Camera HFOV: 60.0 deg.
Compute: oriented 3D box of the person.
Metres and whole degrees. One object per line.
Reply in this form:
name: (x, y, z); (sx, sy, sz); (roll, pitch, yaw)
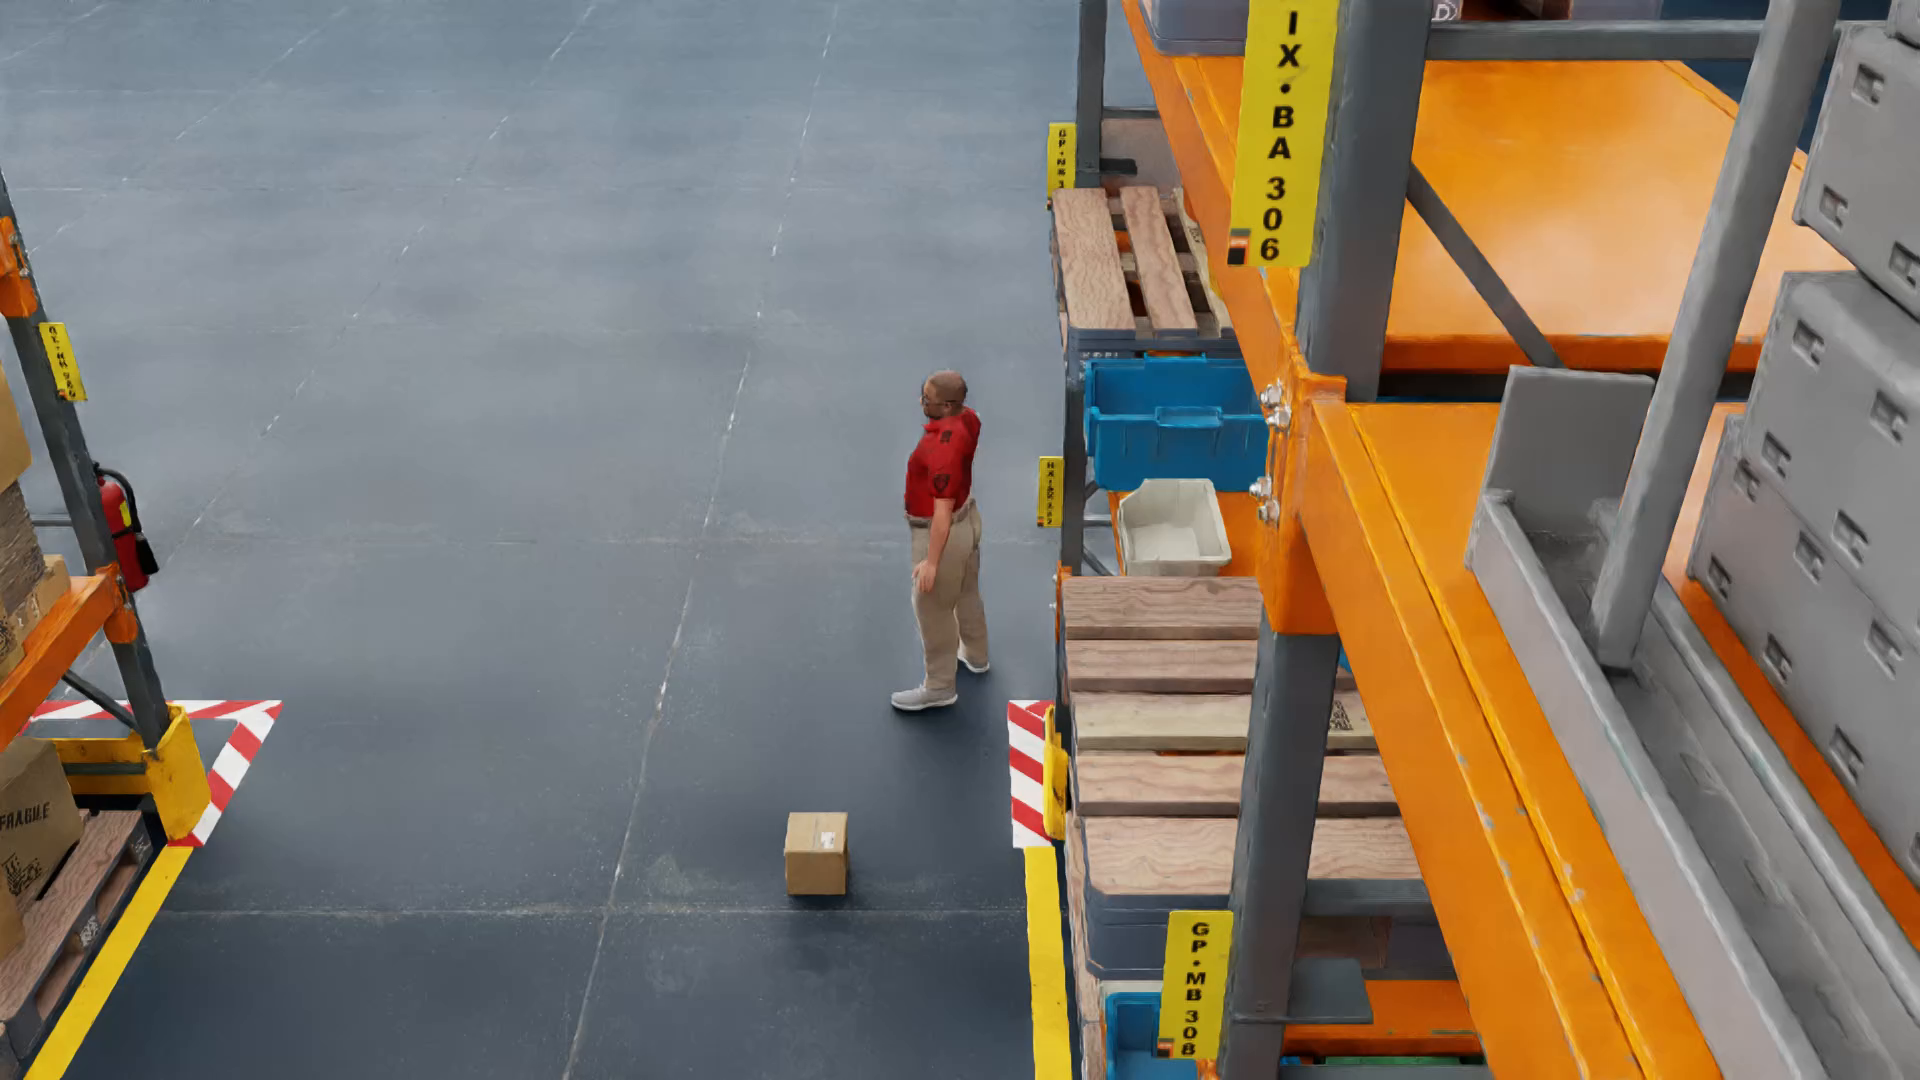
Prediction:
person: (-0.080, -0.029, 7.961); (0.395, 1.734, 0.692); (9, 32, 14)
